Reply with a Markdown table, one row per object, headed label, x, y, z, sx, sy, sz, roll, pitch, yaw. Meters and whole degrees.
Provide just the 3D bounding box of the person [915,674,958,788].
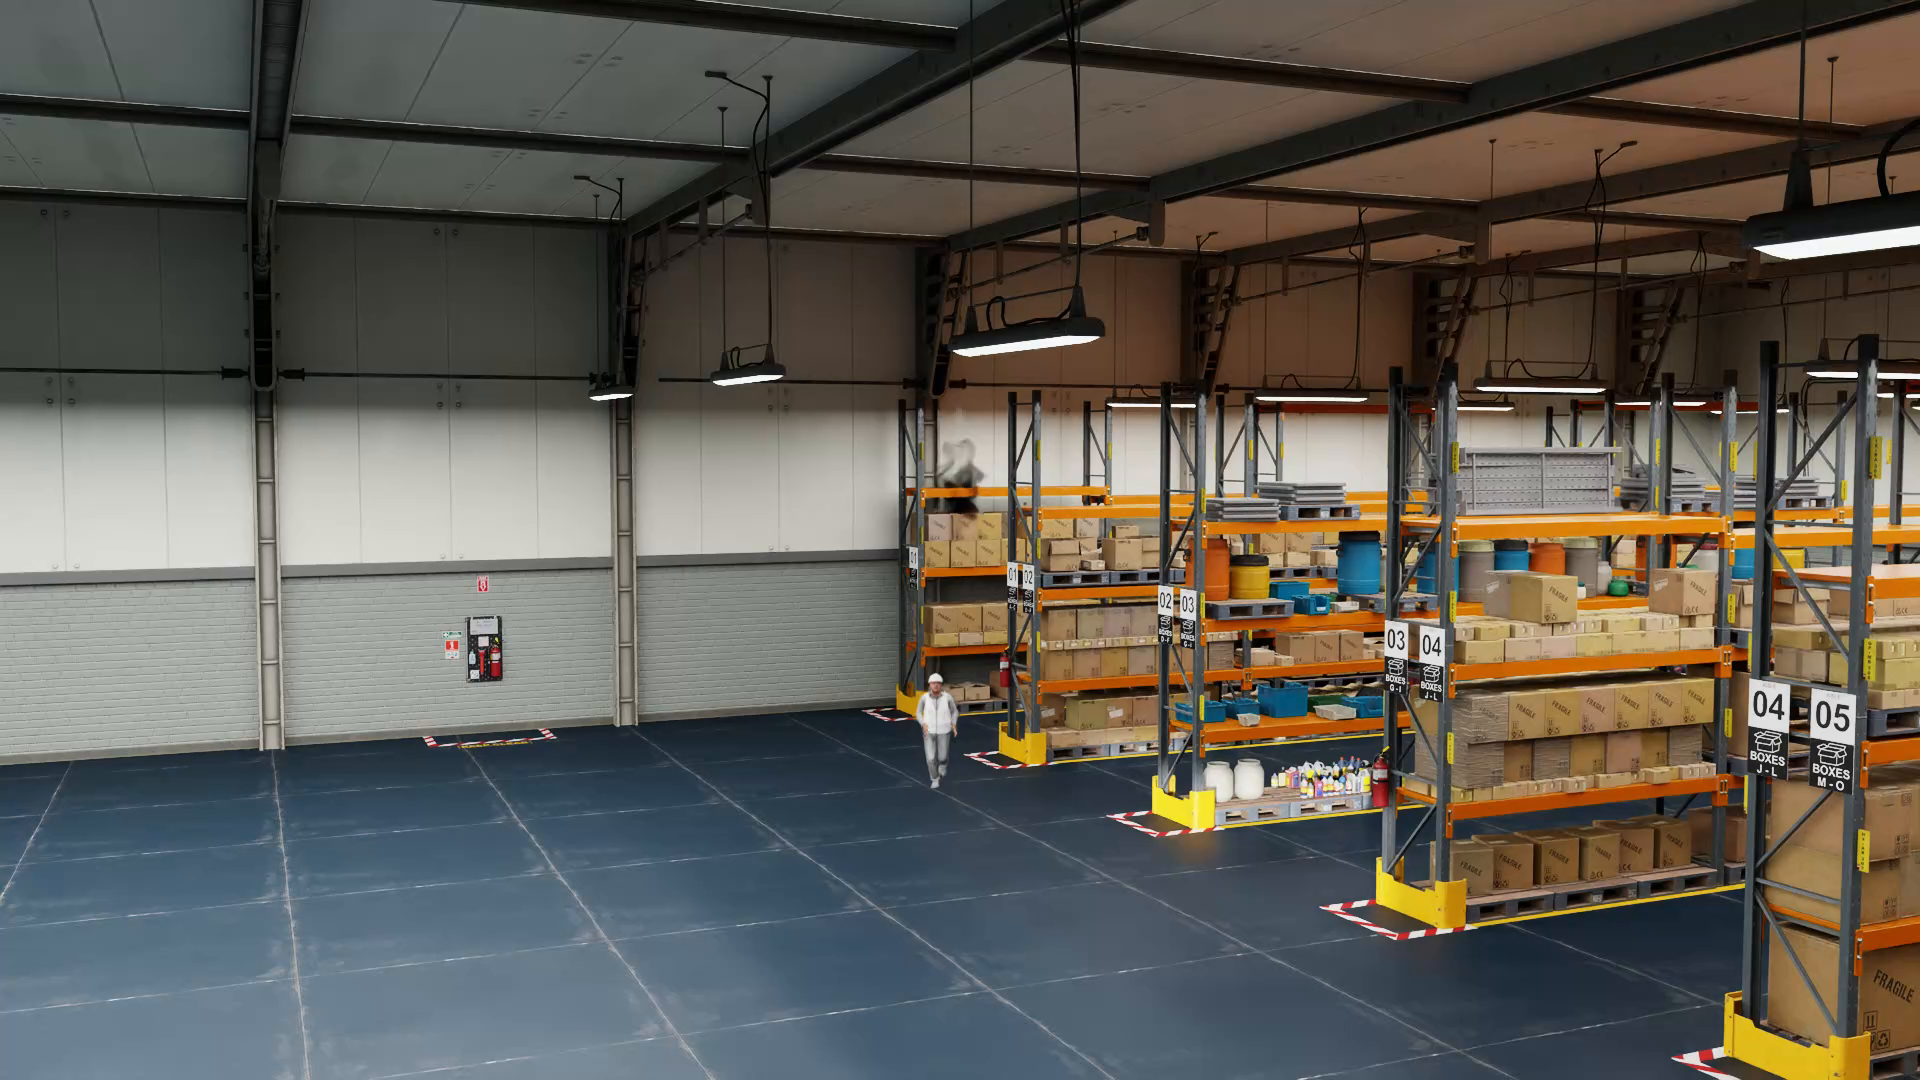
| label | x | y | z | sx | sy | sz | roll | pitch | yaw |
| --- | --- | --- | --- | --- | --- | --- | --- | --- | --- |
| person | -0.347 | 2.852 | 24.901 | 0.647 | 1.722 | 0.619 | 0 | 3 | -1 |
